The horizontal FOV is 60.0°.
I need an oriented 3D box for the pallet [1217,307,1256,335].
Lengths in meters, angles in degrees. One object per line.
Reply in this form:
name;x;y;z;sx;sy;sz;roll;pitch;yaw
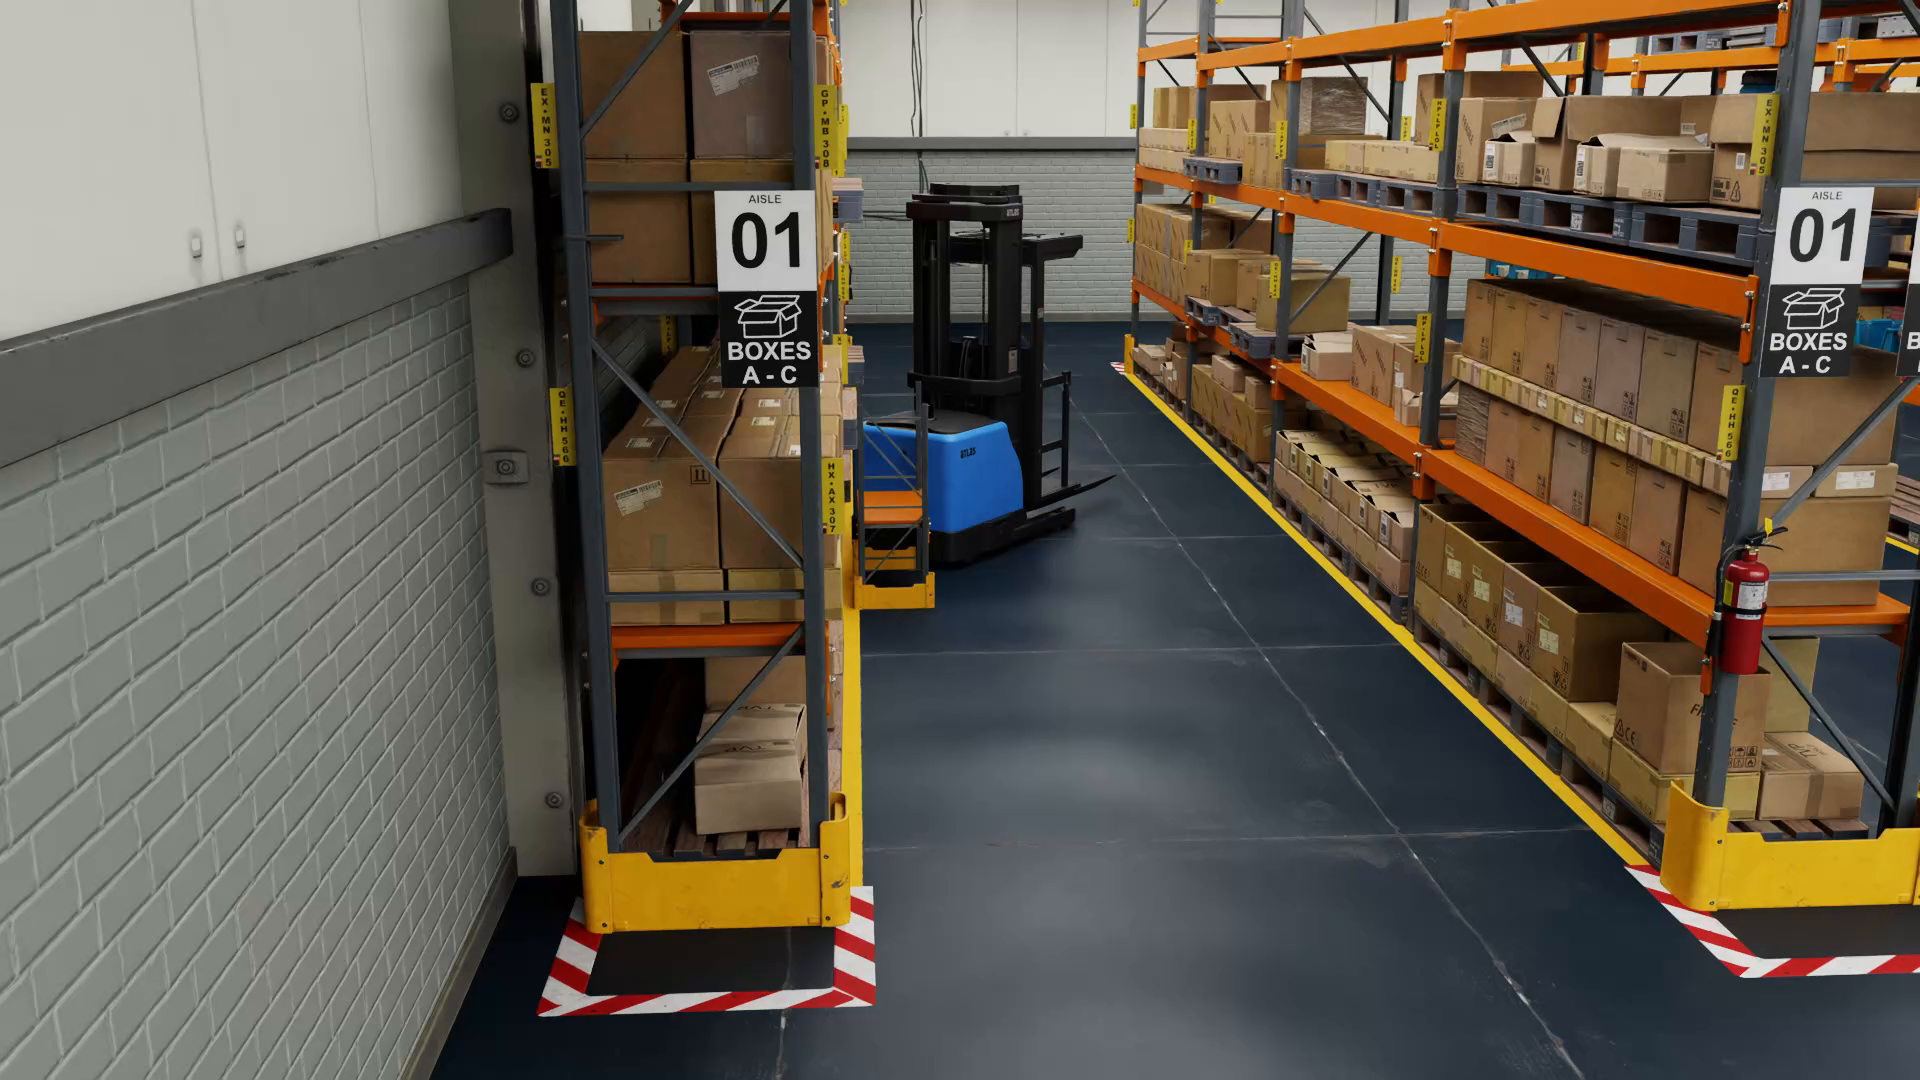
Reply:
pallet;3.246;-2.213;16.994;1.003;0.211;1.213;-1;14;-3

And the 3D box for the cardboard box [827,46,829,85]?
cardboard box;-0.882;-2.103;7.913;0.500;0.500;0.500;0;14;-2

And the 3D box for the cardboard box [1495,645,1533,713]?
cardboard box;3.434;0.794;9.598;0.500;0.250;0.500;-1;14;-3

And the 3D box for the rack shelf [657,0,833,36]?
rack shelf;-1.201;-2.808;8.332;1.077;0.370;4.000;-1;14;-3

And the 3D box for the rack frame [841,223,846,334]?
rack frame;-2.068;-3.735;22.522;1.000;3.000;0.127;-1;14;-3

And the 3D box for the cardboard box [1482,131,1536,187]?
cardboard box;3.420;-2.245;9.767;0.500;0.311;0.500;-2;15;-7

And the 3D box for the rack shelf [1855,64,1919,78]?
rack shelf;12.887;-5.830;20.873;1.077;0.370;4.000;-1;14;-3

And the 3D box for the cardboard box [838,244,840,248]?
cardboard box;-1.450;-2.812;16.594;0.500;0.250;0.500;-1;14;-5

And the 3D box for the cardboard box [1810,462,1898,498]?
cardboard box;4.057;-0.296;7.656;0.380;0.149;0.250;-1;14;-4

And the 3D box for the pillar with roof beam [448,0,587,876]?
pillar with roof beam;2.313;-2.888;7.192;9.100;9.000;0.400;-1;14;-3

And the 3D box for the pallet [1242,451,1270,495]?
pallet;3.363;-0.658;16.162;1.003;0.211;1.213;-1;14;-3

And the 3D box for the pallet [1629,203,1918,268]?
pallet;3.849;-1.419;7.680;1.003;0.211;1.213;-1;14;-3

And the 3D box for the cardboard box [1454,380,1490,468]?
cardboard box;3.653;-0.766;10.783;0.700;0.500;0.500;-1;14;-5

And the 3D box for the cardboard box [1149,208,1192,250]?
cardboard box;2.706;-3.976;21.253;0.500;0.500;0.500;-1;14;-3

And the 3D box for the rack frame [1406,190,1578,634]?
rack frame;3.619;-0.828;11.224;1.000;3.000;0.127;-1;14;-3

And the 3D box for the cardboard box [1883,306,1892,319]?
cardboard box;12.939;-2.754;22.133;0.875;0.875;0.875;-1;14;-3

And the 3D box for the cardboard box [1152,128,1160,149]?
cardboard box;2.709;-5.054;20.927;0.500;0.250;0.500;-1;14;-3

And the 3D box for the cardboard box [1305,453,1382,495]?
cardboard box;3.181;-0.574;13.786;0.500;0.311;0.500;-1;14;-5

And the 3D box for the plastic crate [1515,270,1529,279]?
plastic crate;7.486;-3.473;21.913;0.250;0.136;0.298;-1;14;-3

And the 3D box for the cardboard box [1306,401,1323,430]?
cardboard box;3.590;-1.073;16.310;0.500;0.500;0.500;-1;14;-5

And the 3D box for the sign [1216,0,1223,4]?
sign;3.431;-7.250;21.953;0.100;0.325;0.005;-1;14;-3

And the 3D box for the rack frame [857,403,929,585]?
rack frame;-0.478;-0.231;11.914;0.500;1.500;0.032;-1;14;-4

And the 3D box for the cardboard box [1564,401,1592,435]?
cardboard box;3.555;-0.673;9.121;0.380;0.149;0.250;-1;14;-4

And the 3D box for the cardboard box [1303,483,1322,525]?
cardboard box;3.181;-0.305;13.869;0.500;0.250;0.500;-1;14;-5

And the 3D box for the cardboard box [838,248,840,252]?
cardboard box;-1.413;-2.685;16.101;0.500;0.250;0.500;-1;14;-3

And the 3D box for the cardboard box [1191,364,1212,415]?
cardboard box;2.910;-1.696;18.731;0.500;0.500;0.500;-2;15;-6

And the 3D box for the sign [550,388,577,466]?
sign;-1.632;-0.466;6.859;0.100;0.325;0.005;-1;14;-3

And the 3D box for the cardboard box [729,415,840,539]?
cardboard box;-0.827;-0.302;7.937;0.500;0.500;0.500;-1;14;-3

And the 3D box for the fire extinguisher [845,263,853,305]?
fire extinguisher;-1.617;-3.561;22.752;0.296;0.674;0.183;-1;14;-3

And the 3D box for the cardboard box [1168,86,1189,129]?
cardboard box;2.946;-5.296;20.362;0.700;0.500;0.500;-1;14;-3

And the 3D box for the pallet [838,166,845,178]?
pallet;-1.666;-3.266;15.058;1.213;0.211;1.003;0;14;-1

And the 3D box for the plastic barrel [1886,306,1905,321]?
plastic barrel;8.646;-1.853;14.937;0.600;0.536;0.708;-1;14;-3

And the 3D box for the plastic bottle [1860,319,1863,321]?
plastic bottle;8.631;-1.978;15.951;0.097;0.271;0.097;0;14;0

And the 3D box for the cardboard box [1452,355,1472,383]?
cardboard box;3.442;-1.121;10.859;0.380;0.149;0.250;-1;14;-4

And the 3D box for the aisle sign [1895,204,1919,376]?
aisle sign;4.177;-1.080;6.988;0.394;0.787;0.004;-1;14;-3

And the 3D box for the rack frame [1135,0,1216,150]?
rack frame;2.875;-6.718;22.075;1.000;3.000;0.127;-1;14;-3

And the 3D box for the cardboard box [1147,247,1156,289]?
cardboard box;2.705;-3.493;21.382;0.500;0.500;0.500;-1;14;-4

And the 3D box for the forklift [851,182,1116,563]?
forklift;0.347;-1.550;14.169;1.130;2.935;3.031;9;17;32

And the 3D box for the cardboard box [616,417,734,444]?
cardboard box;-1.340;-0.295;7.909;0.500;0.500;0.500;-1;14;-3

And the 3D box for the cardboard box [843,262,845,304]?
cardboard box;-1.878;-3.202;19.850;0.980;0.700;0.700;-1;14;-5

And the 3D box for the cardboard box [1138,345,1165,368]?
cardboard box;2.657;-2.430;22.085;0.500;0.250;0.500;-1;14;-3

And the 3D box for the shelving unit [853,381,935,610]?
shelving unit;-0.513;-0.360;12.414;0.587;1.500;1.083;-1;14;-4

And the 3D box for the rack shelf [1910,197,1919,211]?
rack shelf;8.439;-2.505;13.167;1.077;0.370;4.000;-1;14;-3

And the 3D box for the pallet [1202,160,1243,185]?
pallet;3.161;-3.758;16.969;1.213;0.211;1.003;-1;14;-3

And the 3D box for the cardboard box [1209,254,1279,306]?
cardboard box;3.035;-2.778;17.760;0.700;0.500;0.500;1;14;5

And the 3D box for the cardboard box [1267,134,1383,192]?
cardboard box;3.310;-3.432;15.124;0.910;0.500;0.500;-1;14;-3

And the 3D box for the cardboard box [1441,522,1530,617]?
cardboard box;3.374;0.182;10.471;0.500;0.500;0.500;-1;14;-3

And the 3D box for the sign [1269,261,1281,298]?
sign;2.830;-2.334;14.914;0.100;0.325;0.005;-1;14;-3

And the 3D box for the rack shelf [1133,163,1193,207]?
rack shelf;2.999;-4.419;20.606;1.077;0.370;4.000;-1;14;-3

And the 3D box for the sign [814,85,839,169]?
sign;-0.536;-1.640;6.607;0.100;0.325;0.005;-1;14;-3

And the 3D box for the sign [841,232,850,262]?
sign;-1.280;-3.273;18.563;0.100;0.325;0.005;-1;14;-3

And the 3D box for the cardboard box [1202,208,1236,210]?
cardboard box;3.246;-3.984;21.283;0.500;0.500;0.500;0;14;-2

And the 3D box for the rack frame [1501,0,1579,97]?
rack frame;7.820;-6.793;22.369;1.000;3.000;0.127;-1;14;-3

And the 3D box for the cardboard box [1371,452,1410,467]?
cardboard box;3.717;-0.585;13.829;0.500;0.311;0.500;-1;14;-4

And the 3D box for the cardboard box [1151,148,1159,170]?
cardboard box;2.704;-4.812;20.989;0.500;0.250;0.500;-1;14;-3

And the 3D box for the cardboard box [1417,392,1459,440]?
cardboard box;3.545;-0.877;11.716;0.500;0.250;0.500;0;14;0

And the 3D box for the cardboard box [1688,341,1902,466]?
cardboard box;3.847;-0.639;7.687;0.700;0.500;0.500;-1;14;-3

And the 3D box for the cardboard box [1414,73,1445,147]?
cardboard box;3.562;-3.070;11.871;0.500;0.500;0.500;1;14;2
